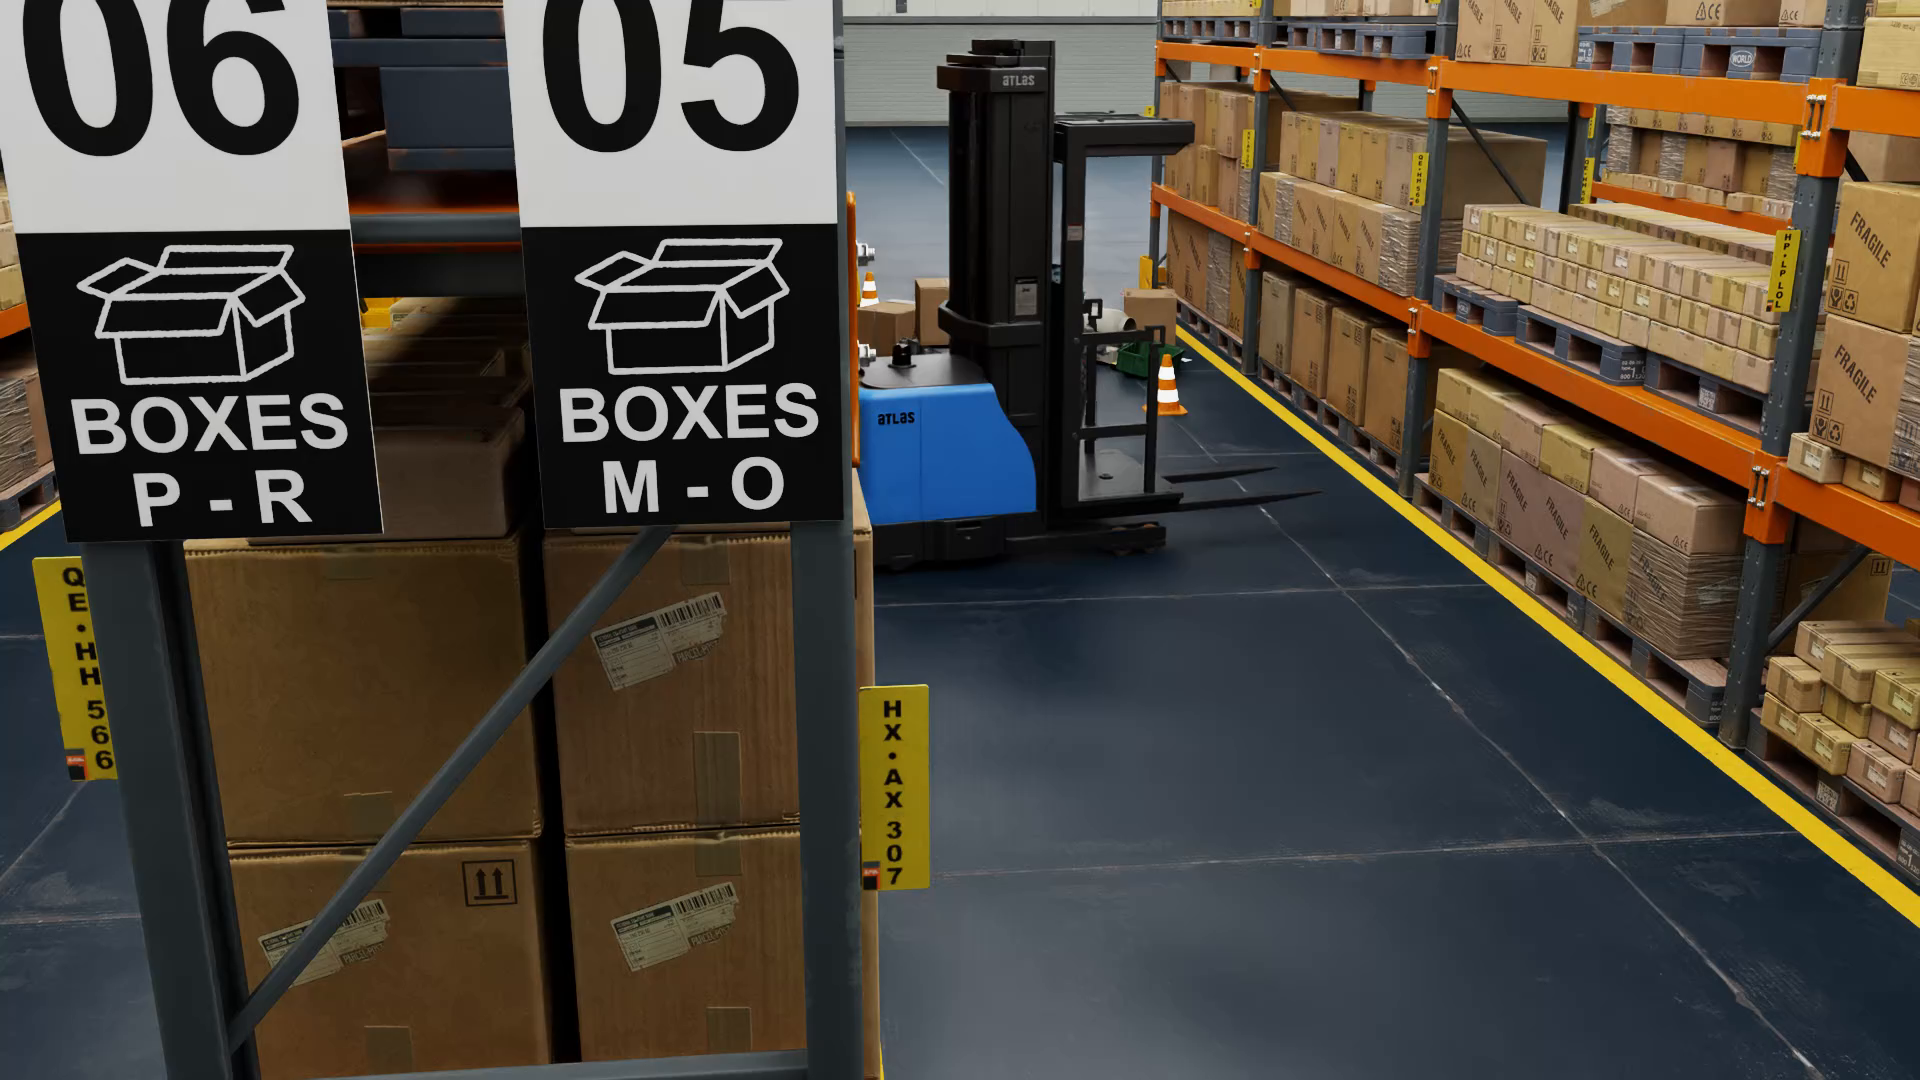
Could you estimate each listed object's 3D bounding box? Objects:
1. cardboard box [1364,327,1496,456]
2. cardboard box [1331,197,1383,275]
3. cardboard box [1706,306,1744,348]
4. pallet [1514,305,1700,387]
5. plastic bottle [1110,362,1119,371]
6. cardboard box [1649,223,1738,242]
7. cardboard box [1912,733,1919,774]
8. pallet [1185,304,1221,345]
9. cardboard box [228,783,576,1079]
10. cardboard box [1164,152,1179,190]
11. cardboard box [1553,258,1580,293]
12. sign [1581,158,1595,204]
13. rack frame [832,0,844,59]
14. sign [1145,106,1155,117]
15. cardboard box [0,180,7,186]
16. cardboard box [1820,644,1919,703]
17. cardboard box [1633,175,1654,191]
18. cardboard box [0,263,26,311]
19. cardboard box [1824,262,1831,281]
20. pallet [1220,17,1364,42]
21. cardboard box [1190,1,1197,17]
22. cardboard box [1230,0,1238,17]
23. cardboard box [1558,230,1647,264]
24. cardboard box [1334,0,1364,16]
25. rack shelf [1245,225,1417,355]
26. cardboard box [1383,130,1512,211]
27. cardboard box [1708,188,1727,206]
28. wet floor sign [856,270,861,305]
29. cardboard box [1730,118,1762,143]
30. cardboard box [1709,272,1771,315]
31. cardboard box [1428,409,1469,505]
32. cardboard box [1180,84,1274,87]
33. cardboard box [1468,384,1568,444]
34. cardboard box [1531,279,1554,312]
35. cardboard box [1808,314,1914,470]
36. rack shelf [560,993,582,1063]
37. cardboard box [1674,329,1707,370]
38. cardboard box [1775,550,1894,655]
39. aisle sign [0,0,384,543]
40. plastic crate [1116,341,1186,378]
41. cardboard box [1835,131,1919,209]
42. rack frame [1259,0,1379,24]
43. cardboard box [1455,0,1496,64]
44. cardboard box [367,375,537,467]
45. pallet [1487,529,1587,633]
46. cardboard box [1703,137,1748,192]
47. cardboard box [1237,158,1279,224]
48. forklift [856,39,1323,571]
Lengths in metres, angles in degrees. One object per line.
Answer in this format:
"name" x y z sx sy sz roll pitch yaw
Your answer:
"cardboard box" 3.467 -1.047 11.558 1.050 0.750 0.750 -2 18 -6
"cardboard box" 3.025 -2.207 12.031 0.500 0.500 0.500 -2 18 -7
"cardboard box" 3.587 -0.957 7.439 0.380 0.149 0.250 -2 18 -5
"pallet" 3.685 -1.055 8.851 1.003 0.211 1.213 -2 18 -6
"plastic bottle" 1.498 -1.561 15.047 0.133 0.061 0.283 -12 21 -34
"cardboard box" 4.048 -1.664 9.193 0.380 0.149 0.250 -2 18 -6
"cardboard box" 3.773 0.817 6.130 0.380 0.149 0.250 -3 18 -8
"pallet" 2.898 -2.190 16.801 1.003 0.211 1.213 -2 18 -6
"cardboard box" -0.961 0.648 2.939 0.500 0.500 0.500 -2 18 -5
"cardboard box" 2.699 -4.081 17.919 0.875 0.550 0.550 -2 18 -6
"cardboard box" 3.425 -1.424 8.927 0.380 0.149 0.250 -2 18 -6
"sign" 3.979 -2.270 10.598 0.100 0.325 0.005 -2 18 -6
"rack frame" -0.648 -2.031 1.623 1.000 3.000 0.127 -2 18 -6
"sign" 2.063 -4.554 18.099 0.100 0.325 0.005 -2 18 -6
"cardboard box" -6.920 -2.454 11.736 0.380 0.149 0.250 -2 18 -6
"cardboard box" 3.652 0.525 6.562 0.380 0.149 0.250 -1 17 -3
"cardboard box" 7.415 -3.806 17.712 0.380 0.149 0.250 -2 18 -6
"cardboard box" -6.259 -1.616 10.567 0.500 0.250 0.500 -2 18 -7
"cardboard box" 4.211 -1.199 7.713 0.380 0.149 0.250 -2 18 -5
"pallet" 2.954 -4.560 14.835 1.003 0.211 1.213 -2 18 -6
"cardboard box" 2.462 -5.190 16.245 0.380 0.149 0.250 -2 18 -6
"cardboard box" 2.618 -4.737 14.802 0.380 0.149 0.250 -2 17 -5
"cardboard box" 3.433 -1.565 8.878 0.380 0.149 0.250 -1 17 -4
"cardboard box" 2.983 -3.972 11.777 0.500 0.500 0.500 -2 18 -6
"rack shelf" 3.234 -1.988 12.703 1.077 0.370 4.000 -2 18 -6
"cardboard box" 3.350 -2.545 11.439 0.700 0.500 0.500 -2 18 -6
"cardboard box" 7.578 -3.359 16.289 0.380 0.149 0.250 -2 18 -6
"wet floor sign" -1.253 -2.902 18.344 0.267 0.644 0.232 4 18 13
"cardboard box" 7.599 -3.991 15.550 0.500 0.500 0.500 -2 18 -6
"cardboard box" 3.589 -1.102 7.403 0.380 0.149 0.250 -2 18 -7
"cardboard box" 3.260 -0.525 10.312 0.500 0.500 0.500 -3 18 -8
"cardboard box" 2.763 -4.433 17.236 0.875 0.550 0.550 -2 18 -6
"cardboard box" 3.323 -0.737 9.737 0.500 0.250 0.500 -2 18 -6
"cardboard box" 3.401 -1.356 9.208 0.380 0.149 0.250 -1 17 -4
"cardboard box" 3.653 -0.578 6.347 0.500 0.500 0.500 -2 18 -7
"rack shelf" -0.854 0.578 4.528 1.077 0.370 4.000 -2 18 -6
"cardboard box" 3.564 -0.888 7.716 0.380 0.149 0.250 -2 18 -6
"cardboard box" 4.041 0.220 7.940 0.500 0.500 0.500 -1 17 -3
"aisle sign" -0.949 -0.378 2.034 0.394 0.787 0.004 -2 18 -6
"plastic crate" 1.707 -1.624 14.942 0.450 0.188 0.662 18 23 19
"cardboard box" 7.914 -3.296 13.965 1.000 1.000 1.000 -2 18 -5
"rack frame" 3.028 -5.789 13.594 1.000 3.000 0.127 -2 18 -6
"cardboard box" 3.235 -3.036 9.665 0.500 0.500 0.500 -2 18 -6
"cardboard box" -0.934 -0.179 2.820 0.380 0.149 0.250 -1 17 -5
"pallet" 3.642 0.190 9.218 1.003 0.211 1.213 -2 18 -6
"cardboard box" 7.819 -3.672 16.201 0.875 0.500 0.500 -2 18 -6
"cardboard box" 2.978 -3.108 14.820 0.875 0.550 0.550 -2 18 -6
"forklift" 0.727 -1.456 9.921 3.031 2.935 1.130 -5 18 -16
